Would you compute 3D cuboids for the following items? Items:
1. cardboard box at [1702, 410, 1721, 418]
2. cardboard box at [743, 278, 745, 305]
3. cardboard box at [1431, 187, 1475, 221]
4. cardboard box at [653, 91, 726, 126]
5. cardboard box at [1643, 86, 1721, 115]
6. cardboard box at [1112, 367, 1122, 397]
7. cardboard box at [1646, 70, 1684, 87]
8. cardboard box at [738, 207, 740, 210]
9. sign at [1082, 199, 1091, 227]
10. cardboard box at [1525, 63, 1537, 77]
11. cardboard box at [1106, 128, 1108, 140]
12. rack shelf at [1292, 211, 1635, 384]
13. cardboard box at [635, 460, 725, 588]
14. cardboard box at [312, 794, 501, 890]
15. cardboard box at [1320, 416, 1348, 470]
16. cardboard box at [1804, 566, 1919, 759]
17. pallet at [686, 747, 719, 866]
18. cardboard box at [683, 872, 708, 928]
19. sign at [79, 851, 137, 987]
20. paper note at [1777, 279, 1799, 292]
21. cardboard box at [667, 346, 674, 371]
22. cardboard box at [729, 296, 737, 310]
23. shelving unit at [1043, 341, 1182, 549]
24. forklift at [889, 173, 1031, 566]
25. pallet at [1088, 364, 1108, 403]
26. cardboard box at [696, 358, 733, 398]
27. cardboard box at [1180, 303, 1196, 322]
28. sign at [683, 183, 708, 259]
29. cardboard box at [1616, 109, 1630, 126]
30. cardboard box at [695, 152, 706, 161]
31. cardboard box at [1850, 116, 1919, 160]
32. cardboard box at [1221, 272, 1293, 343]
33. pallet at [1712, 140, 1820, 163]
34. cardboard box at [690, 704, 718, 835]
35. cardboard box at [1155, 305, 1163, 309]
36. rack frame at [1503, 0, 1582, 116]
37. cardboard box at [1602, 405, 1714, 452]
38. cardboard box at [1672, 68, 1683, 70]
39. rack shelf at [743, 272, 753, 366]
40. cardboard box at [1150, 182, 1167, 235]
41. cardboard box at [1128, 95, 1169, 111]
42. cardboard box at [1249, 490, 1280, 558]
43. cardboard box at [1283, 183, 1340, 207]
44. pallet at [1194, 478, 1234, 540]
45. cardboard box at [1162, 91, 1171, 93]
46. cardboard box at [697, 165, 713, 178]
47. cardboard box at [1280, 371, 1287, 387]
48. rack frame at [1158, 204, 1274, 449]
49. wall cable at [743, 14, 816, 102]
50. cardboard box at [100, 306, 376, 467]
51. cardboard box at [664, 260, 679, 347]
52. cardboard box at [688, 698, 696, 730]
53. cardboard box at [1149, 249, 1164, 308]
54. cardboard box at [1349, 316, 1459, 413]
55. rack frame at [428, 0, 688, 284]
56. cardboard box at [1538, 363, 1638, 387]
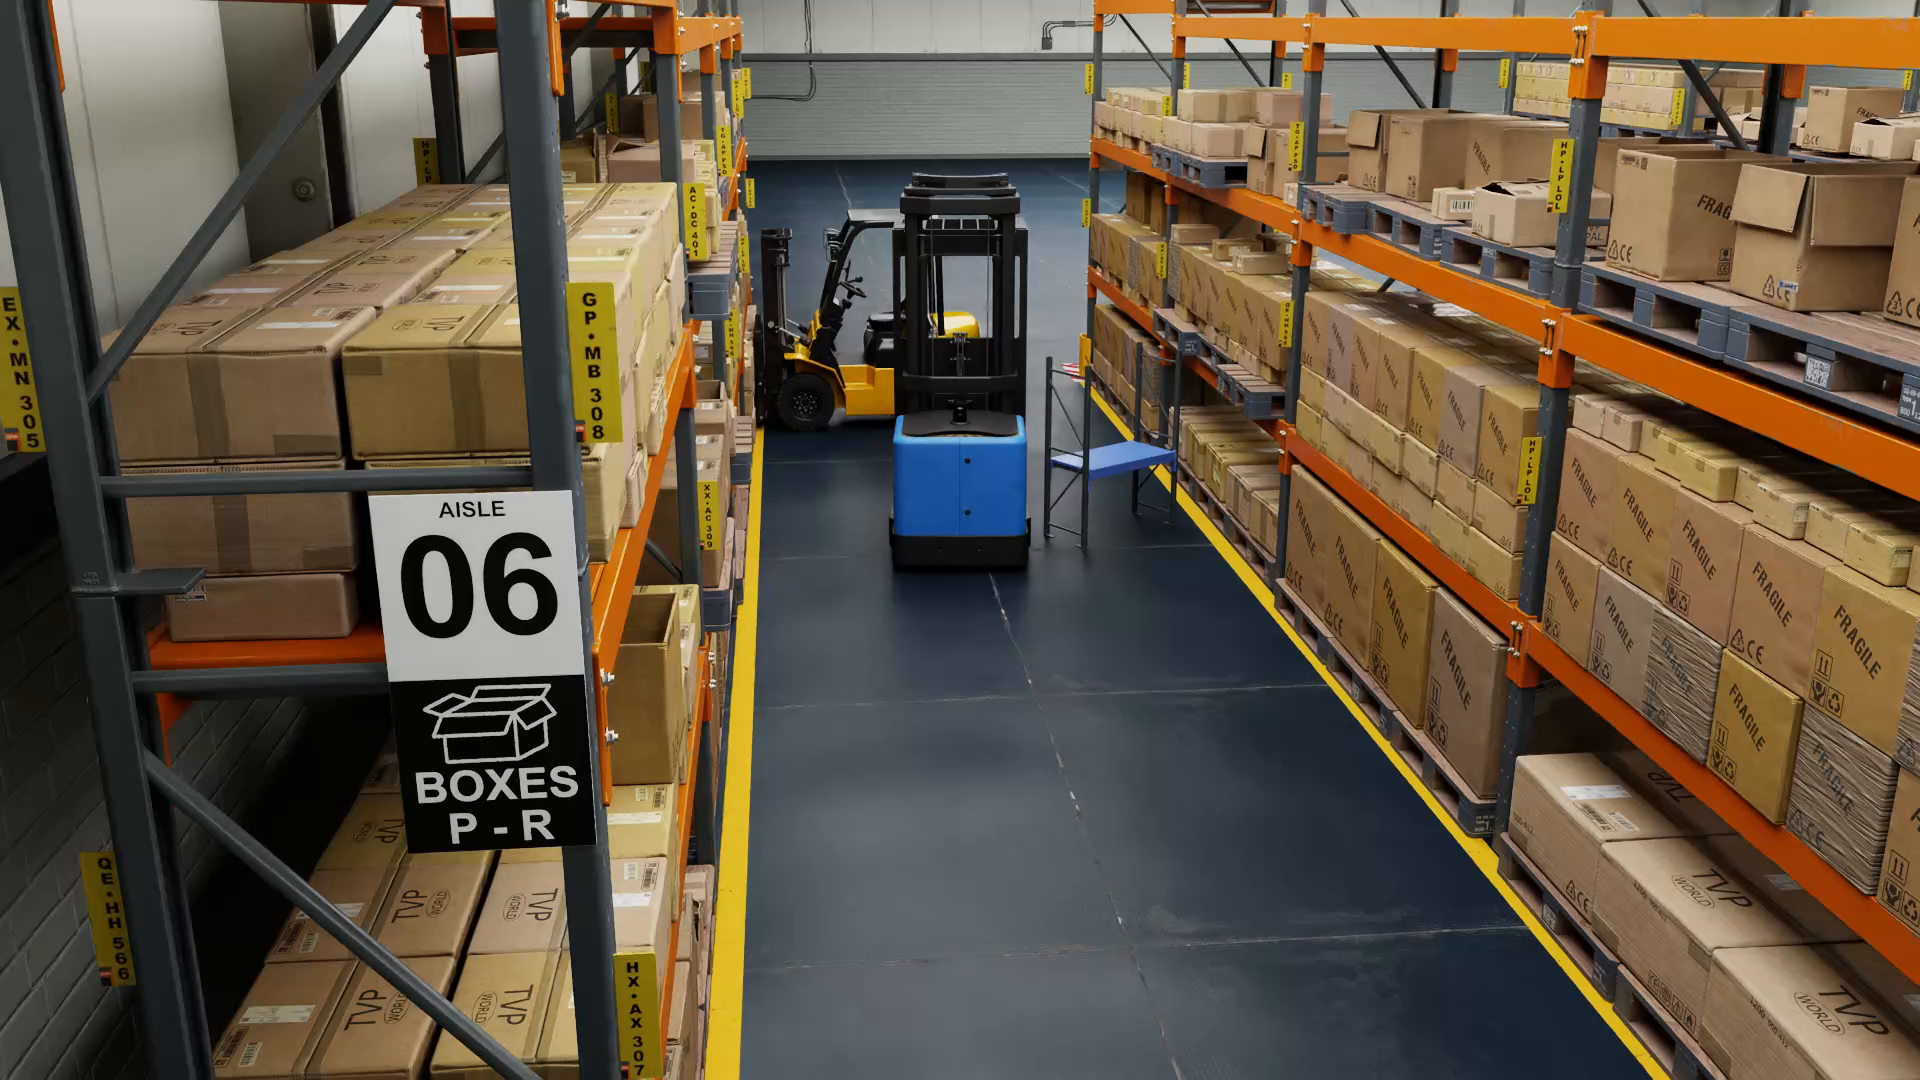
[{"bbox_3d":[3.519,-0.504,7.356,0.380,0.149,0.250,-1,17,-4],"label":"cardboard box"},{"bbox_3d":[-2.421,-2.556,16.645,0.500,0.500,0.500,-2,18,-6],"label":"cardboard box"},{"bbox_3d":[2.907,-1.913,9.443,0.380,0.166,0.250,0,17,-1],"label":"cardboard box"},{"bbox_3d":[-2.036,-3.125,12.579,0.500,0.500,0.500,-1,17,-4],"label":"cardboard box"},{"bbox_3d":[7.033,-4.289,16.208,0.500,0.250,0.500,-2,18,-6],"label":"cardboard box"},{"bbox_3d":[1.935,-1.734,18.083,0.500,0.250,0.500,-1,17,-2],"label":"cardboard box"},{"bbox_3d":[6.958,-4.515,16.262,0.380,0.149,0.250,-2,18,-6],"label":"cardboard box"},{"bbox_3d":[-2.621,-3.581,18.329,0.380,0.149,0.250,-2,18,-6],"label":"cardboard box"},{"bbox_3d":[1.474,-3.805,19.345,0.100,0.325,0.005,-2,18,-6],"label":"sign"},{"bbox_3d":[6.669,-5.348,18.916,0.380,0.149,0.250,-2,18,-5],"label":"cardboard box"},{"bbox_3d":[1.841,-4.536,18.529,0.380,0.149,0.250,-2,18,-7],"label":"cardboard box"},{"bbox_3d":[3.045,-1.518,9.697,1.077,0.370,4.000,-2,18,-6],"label":"rack shelf"},{"bbox_3d":[-1.513,-0.079,8.051,0.700,0.500,0.500,-1,17,-4],"label":"cardboard box"},{"bbox_3d":[-1.683,1.012,5.200,0.500,0.250,0.500,-1,17,-4],"label":"cardboard box"},{"bbox_3d":[2.709,-0.648,10.984,0.500,0.250,0.500,-2,18,-7],"label":"cardboard box"},{"bbox_3d":[3.246,0.395,5.576,0.500,0.500,0.500,-2,18,-6],"label":"cardboard box"},{"bbox_3d":[-1.807,1.410,8.834,1.003,0.211,1.213,-2,18,-6],"label":"pallet"},{"bbox_3d":[-1.336,1.637,7.513,0.380,0.149,0.250,-2,18,-7],"label":"cardboard box"},{"bbox_3d":[-1.827,0.820,3.596,0.100,0.325,0.005,-2,18,-6],"label":"sign"},{"bbox_3d":[2.868,-0.883,5.768,0.006,0.032,0.123,-2,18,-6],"label":"paper note"},{"bbox_3d":[-1.314,-0.739,6.436,0.380,0.149,0.250,-1,17,-4],"label":"cardboard box"},{"bbox_3d":[-1.989,-1.869,13.372,0.380,0.149,0.250,-2,18,-7],"label":"cardboard box"},{"bbox_3d":[1.258,-0.799,13.718,1.048,1.500,0.538,-14,22,-37],"label":"shelving unit"},{"bbox_3d":[0.001,-1.586,13.835,1.130,2.935,3.031,0,17,0],"label":"forklift"},{"bbox_3d":[2.070,-1.813,19.099,1.003,0.211,1.213,-2,18,-6],"label":"pallet"},{"bbox_3d":[-1.876,-1.179,11.839,0.500,0.250,0.500,-2,18,-6],"label":"cardboard box"},{"bbox_3d":[2.186,-2.049,14.913,0.380,0.149,0.250,-1,17,-5],"label":"cardboard box"},{"bbox_3d":[-1.147,-1.376,7.182,0.100,0.325,0.005,-2,18,-6],"label":"sign"},{"bbox_3d":[6.903,-4.287,16.867,0.380,0.149,0.250,-2,18,-5],"label":"cardboard box"},{"bbox_3d":[-1.663,-2.158,9.624,0.380,0.149,0.250,-2,18,-7],"label":"cardboard box"},{"bbox_3d":[7.345,-3.147,12.968,0.500,0.311,0.500,-2,18,-6],"label":"cardboard box"},{"bbox_3d":[2.398,-1.846,13.186,0.500,0.500,0.500,-3,18,-9],"label":"cardboard box"},{"bbox_3d":[7.483,-3.469,15.029,0.805,0.209,1.217,-2,18,-8],"label":"pallet"},{"bbox_3d":[-1.512,1.162,8.441,0.500,0.500,0.500,-1,17,-3],"label":"cardboard box"},{"bbox_3d":[2.090,-2.184,16.045,0.380,0.149,0.250,-2,18,-6],"label":"cardboard box"},{"bbox_3d":[6.927,-6.454,19.213,1.000,3.000,0.127,-2,18,-6],"label":"rack frame"},{"bbox_3d":[3.068,-0.490,7.312,0.380,0.149,0.250,-2,17,-5],"label":"cardboard box"},{"bbox_3d":[7.533,-4.763,17.052,0.380,0.149,0.250,-2,17,-5],"label":"cardboard box"},{"bbox_3d":[-2.717,-2.316,17.246,1.077,0.370,4.000,-2,18,-6],"label":"rack shelf"},{"bbox_3d":[2.396,-3.478,17.414,0.700,0.500,0.500,-2,18,-6],"label":"cardboard box"},{"bbox_3d":[1.921,-4.456,16.942,0.380,0.149,0.250,-2,17,-5],"label":"cardboard box"},{"bbox_3d":[2.790,-0.141,12.804,0.950,0.372,0.625,-3,18,-9],"label":"cardboard box"},{"bbox_3d":[2.563,-2.498,12.038,0.380,0.149,0.250,-2,18,-6],"label":"cardboard box"},{"bbox_3d":[2.637,-0.291,14.251,1.003,0.211,1.213,-2,18,-6],"label":"pallet"},{"bbox_3d":[2.368,-4.705,17.738,0.380,0.149,0.250,-2,18,-6],"label":"cardboard box"},{"bbox_3d":[-1.482,-1.865,8.657,0.380,0.149,0.250,-2,18,-5],"label":"cardboard box"},{"bbox_3d":[2.571,-1.197,12.199,0.380,0.149,0.250,-1,17,-4],"label":"cardboard box"},{"bbox_3d":[2.426,-2.217,15.732,1.000,3.000,0.127,-2,18,-6],"label":"rack frame"},{"bbox_3d":[-5.831,-14.257,49.249,3.097,2.526,0.112,-2,18,-6],"label":"wall cable"},{"bbox_3d":[-1.597,-0.352,3.700,0.500,0.250,0.500,-2,18,-7],"label":"cardboard box"},{"bbox_3d":[-1.323,-0.890,6.251,0.500,0.250,0.500,-2,18,-8],"label":"cardboard box"},{"bbox_3d":[-1.302,0.681,6.919,0.380,0.149,0.250,-1,17,-4],"label":"cardboard box"},{"bbox_3d":[2.133,-2.532,16.070,0.500,0.500,0.500,-2,18,-7],"label":"cardboard box"},{"bbox_3d":[2.745,-1.094,10.317,0.500,0.500,0.500,-1,17,-4],"label":"cardboard box"},{"bbox_3d":[-1.686,-2.542,6.750,1.000,3.000,0.127,-2,18,-6],"label":"rack frame"},{"bbox_3d":[3.412,-0.649,8.901,0.500,0.500,0.500,-2,18,-6],"label":"cardboard box"}]
